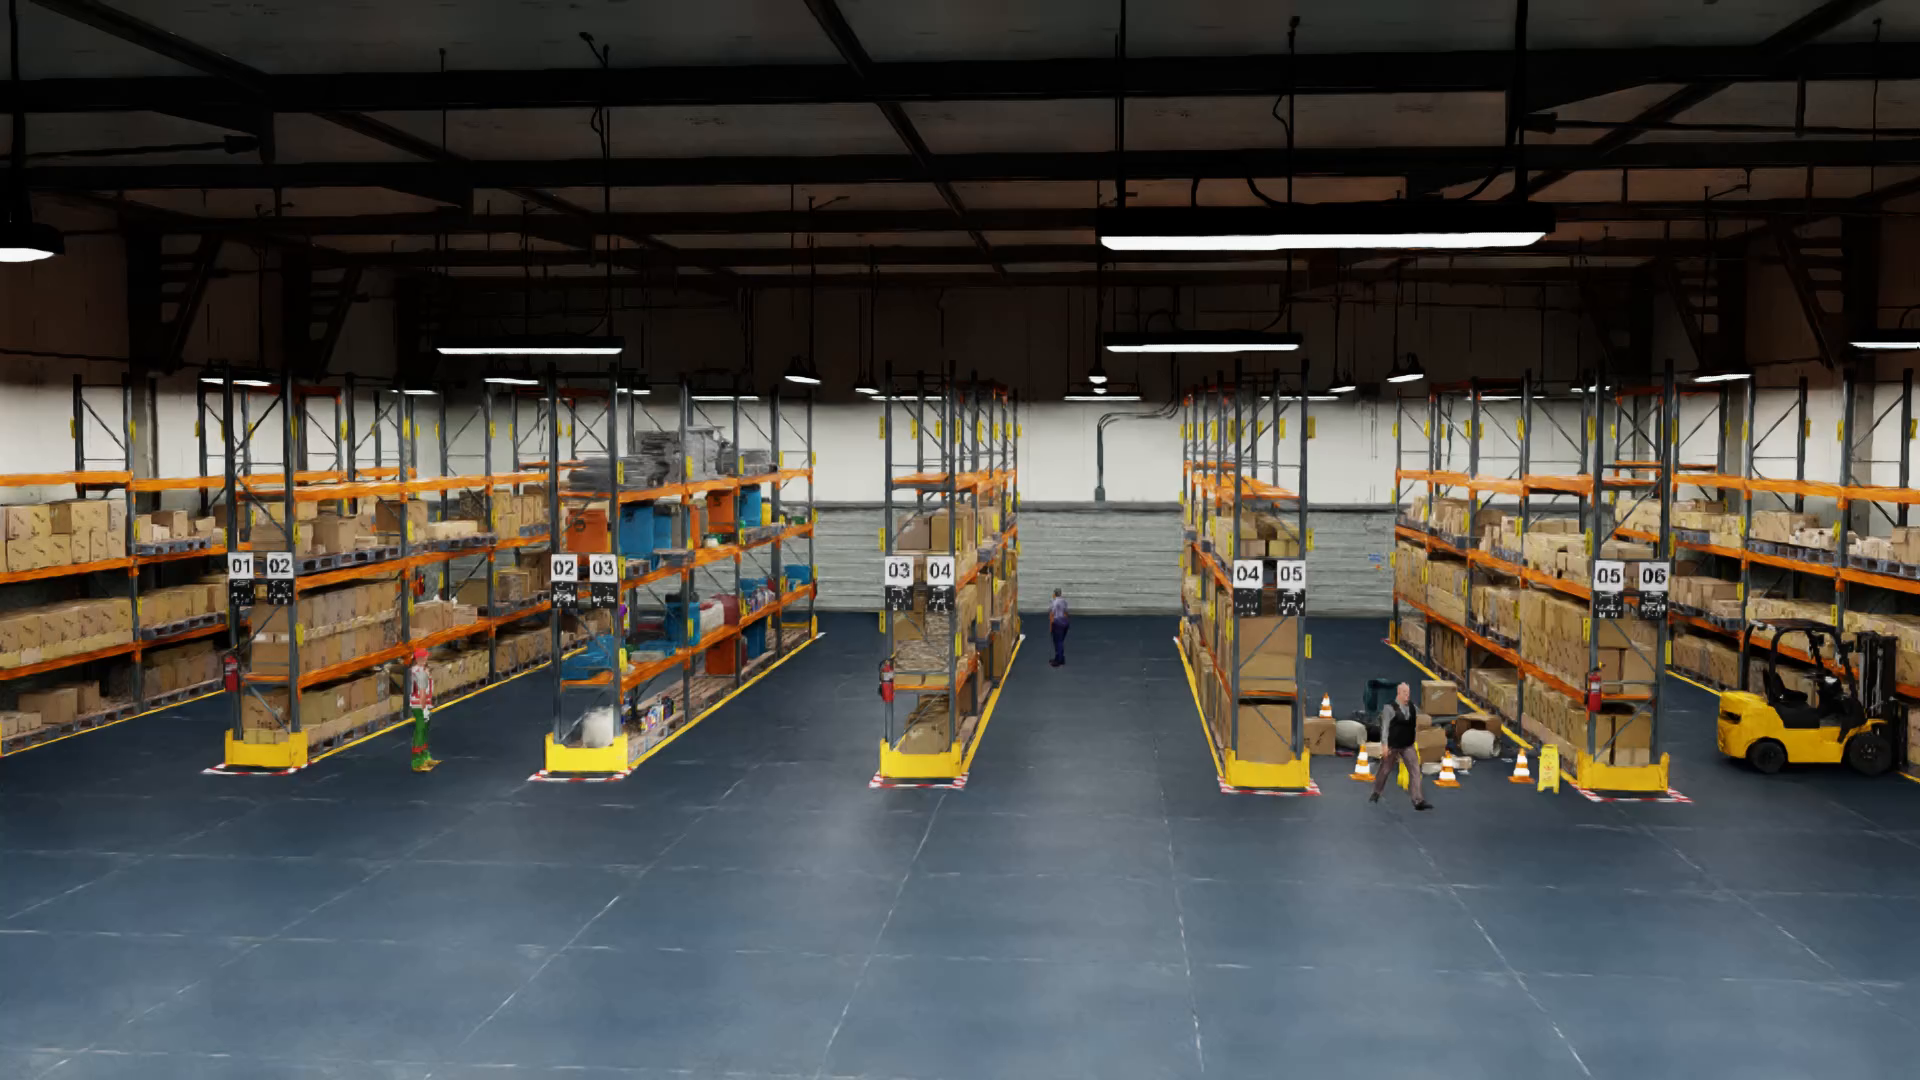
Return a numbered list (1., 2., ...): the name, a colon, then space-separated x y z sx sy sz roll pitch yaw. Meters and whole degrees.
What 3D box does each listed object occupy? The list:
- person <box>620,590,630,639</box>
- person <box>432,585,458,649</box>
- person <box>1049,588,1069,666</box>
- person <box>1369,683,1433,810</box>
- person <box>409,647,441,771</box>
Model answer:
1. person: -6.987 1.862 34.323 0.457 1.763 0.609 -2 4 -22
2. person: -11.235 1.765 36.240 0.575 1.689 1.128 0 4 3
3. person: 2.075 1.835 35.508 0.556 1.644 0.599 3 5 37
4. person: 5.834 2.699 22.068 0.577 1.633 0.953 -1 4 -17
5. person: -7.906 2.475 24.576 0.446 1.789 0.605 -2 4 -25
